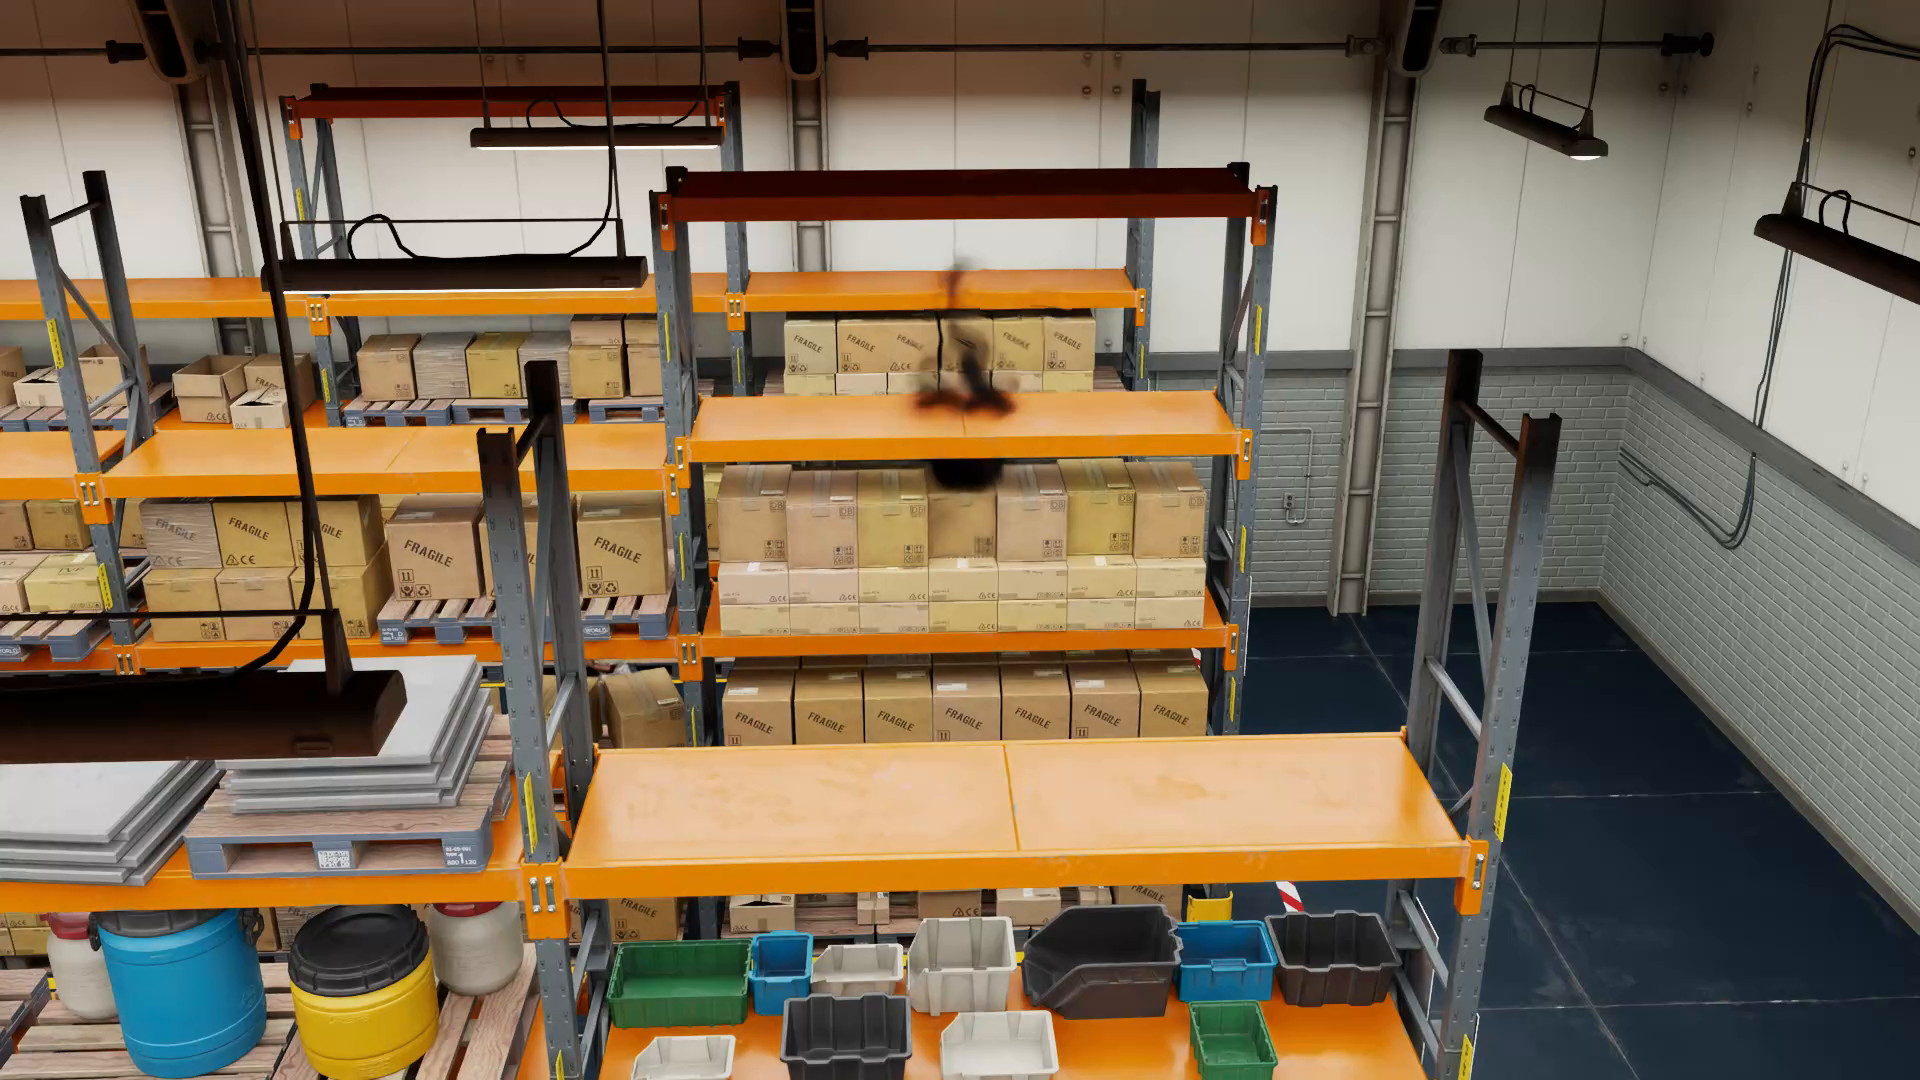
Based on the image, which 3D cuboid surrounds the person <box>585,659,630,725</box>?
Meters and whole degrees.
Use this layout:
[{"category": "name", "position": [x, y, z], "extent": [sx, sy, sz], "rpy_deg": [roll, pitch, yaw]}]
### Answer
[{"category": "person", "position": [-3.238, 1.317, 15.610], "extent": [0.913, 1.676, 0.581], "rpy_deg": [-4, 22, -10]}]
